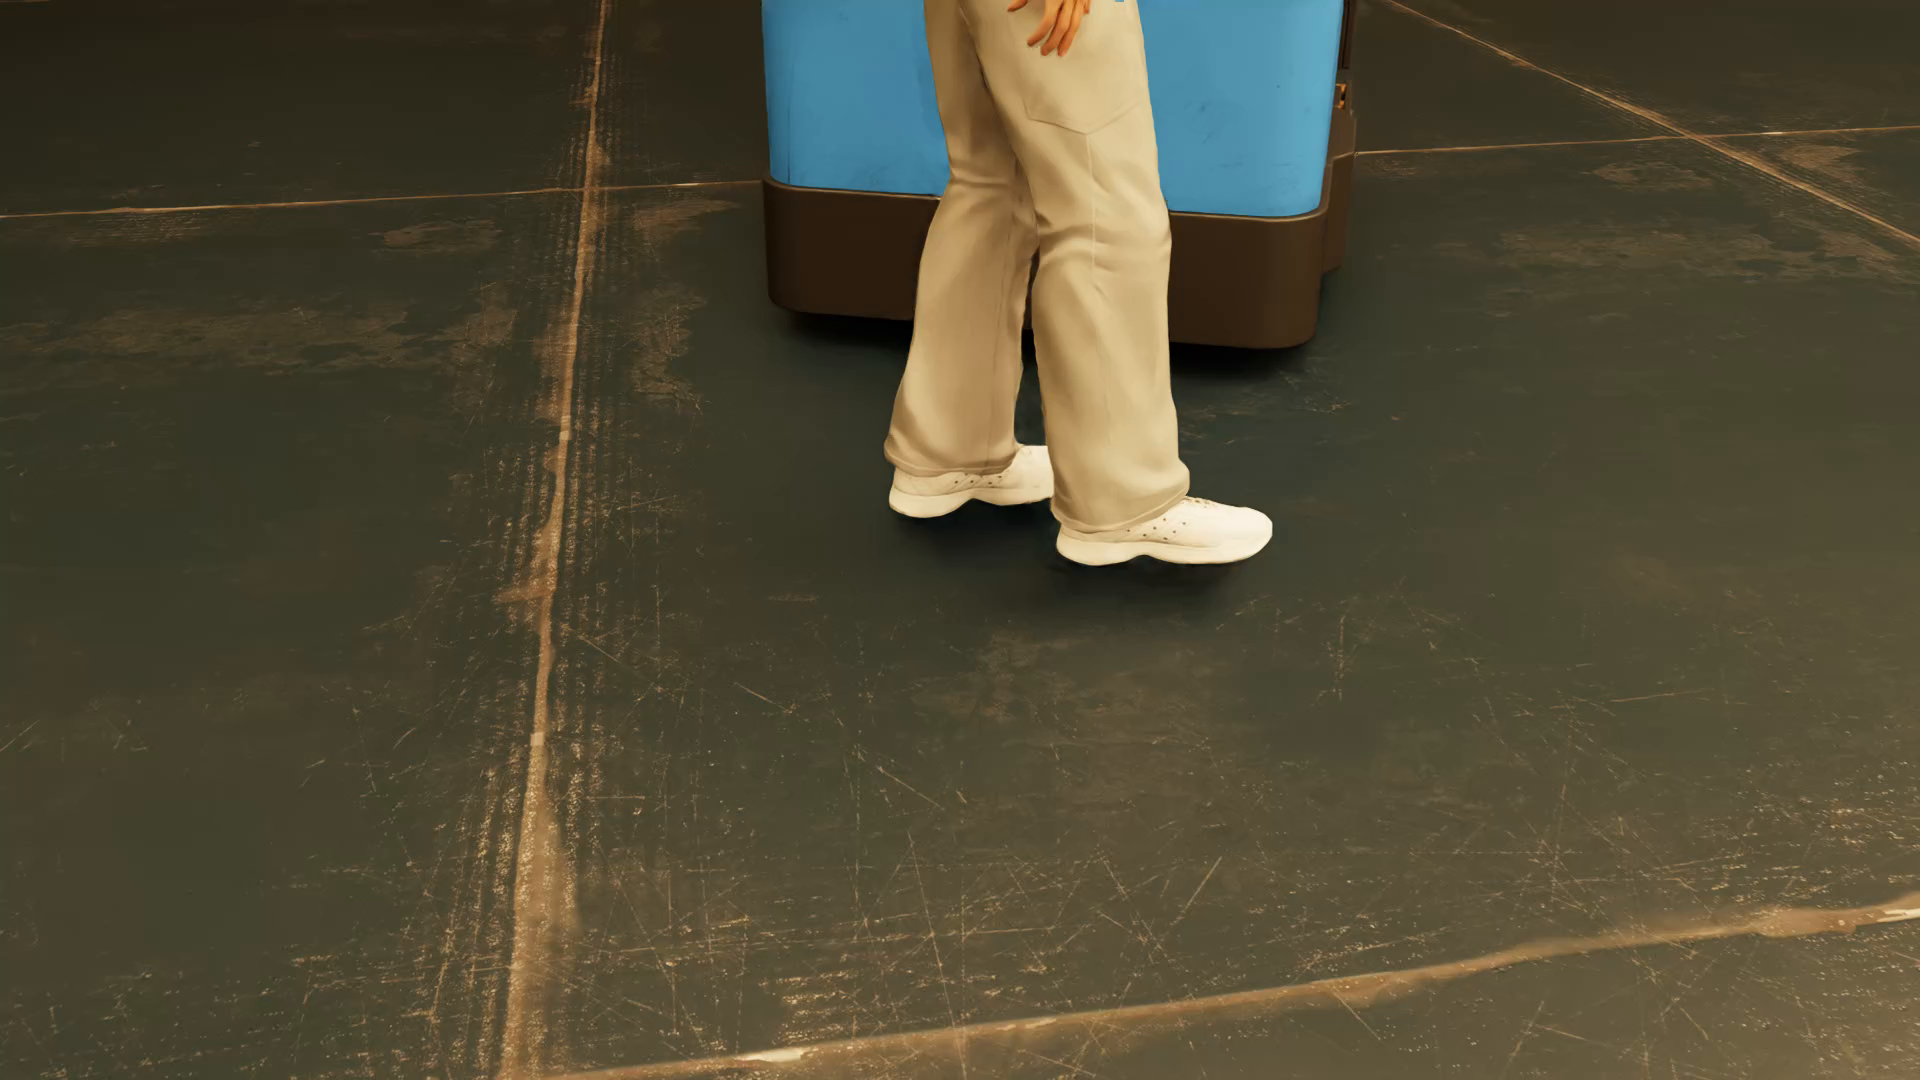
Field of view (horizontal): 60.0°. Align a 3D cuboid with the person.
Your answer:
[{"bbox_3d":[0.141,-0.800,2.154,0.512,1.661,0.574,-6,29,-12],"label":"person"}]

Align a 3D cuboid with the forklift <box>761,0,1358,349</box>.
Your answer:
[{"bbox_3d":[0.454,-2.310,3.727,1.130,2.935,3.031,6,29,11],"label":"forklift"}]
